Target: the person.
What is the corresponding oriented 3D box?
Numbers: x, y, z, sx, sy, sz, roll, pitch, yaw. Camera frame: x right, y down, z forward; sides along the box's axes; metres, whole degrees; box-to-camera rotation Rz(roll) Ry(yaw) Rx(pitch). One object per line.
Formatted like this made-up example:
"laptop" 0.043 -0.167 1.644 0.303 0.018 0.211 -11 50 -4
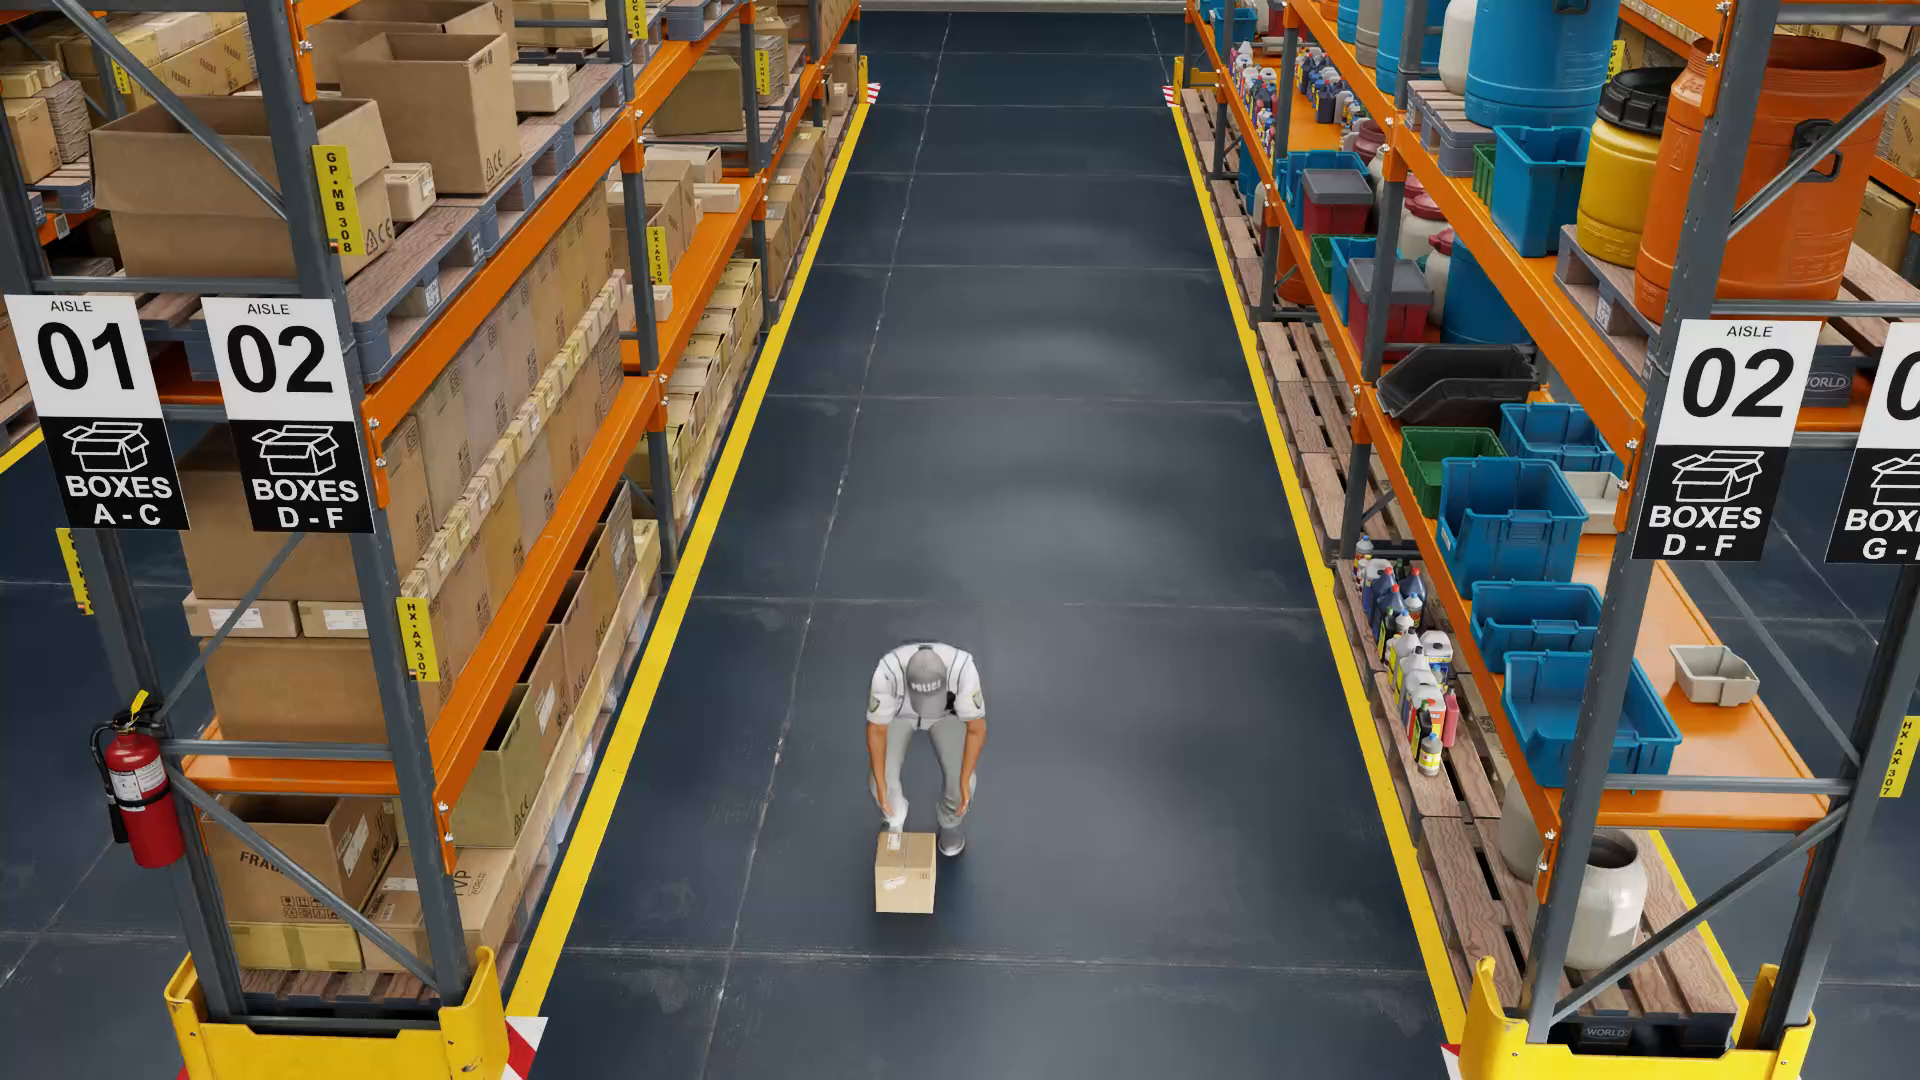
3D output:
"person" -0.148 0.874 7.479 0.535 1.207 0.806 1 28 1
